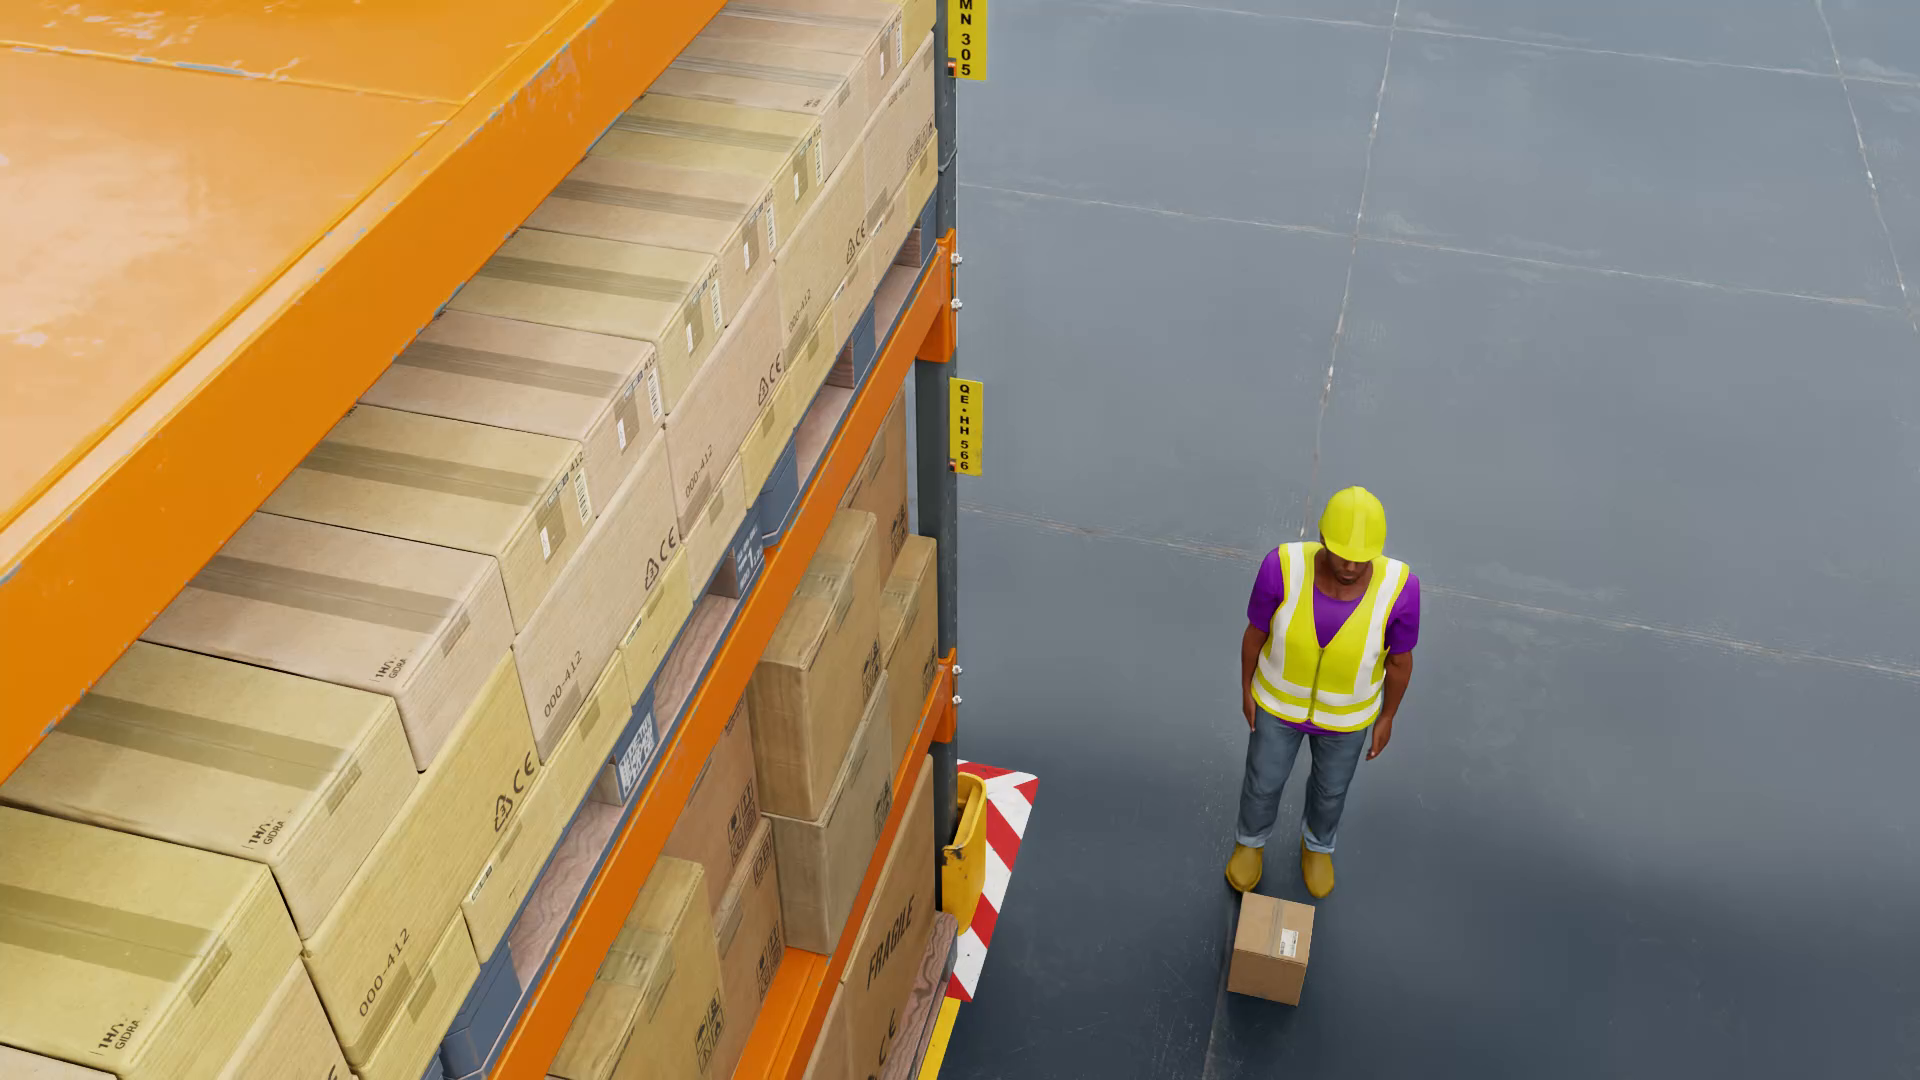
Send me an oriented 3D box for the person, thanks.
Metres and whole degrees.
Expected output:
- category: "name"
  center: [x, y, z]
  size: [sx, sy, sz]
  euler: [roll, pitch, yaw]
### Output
- category: "person"
  center: [1.214, 0.565, 5.670]
  size: [0.563, 1.784, 0.382]
  euler: [11, 42, 12]
